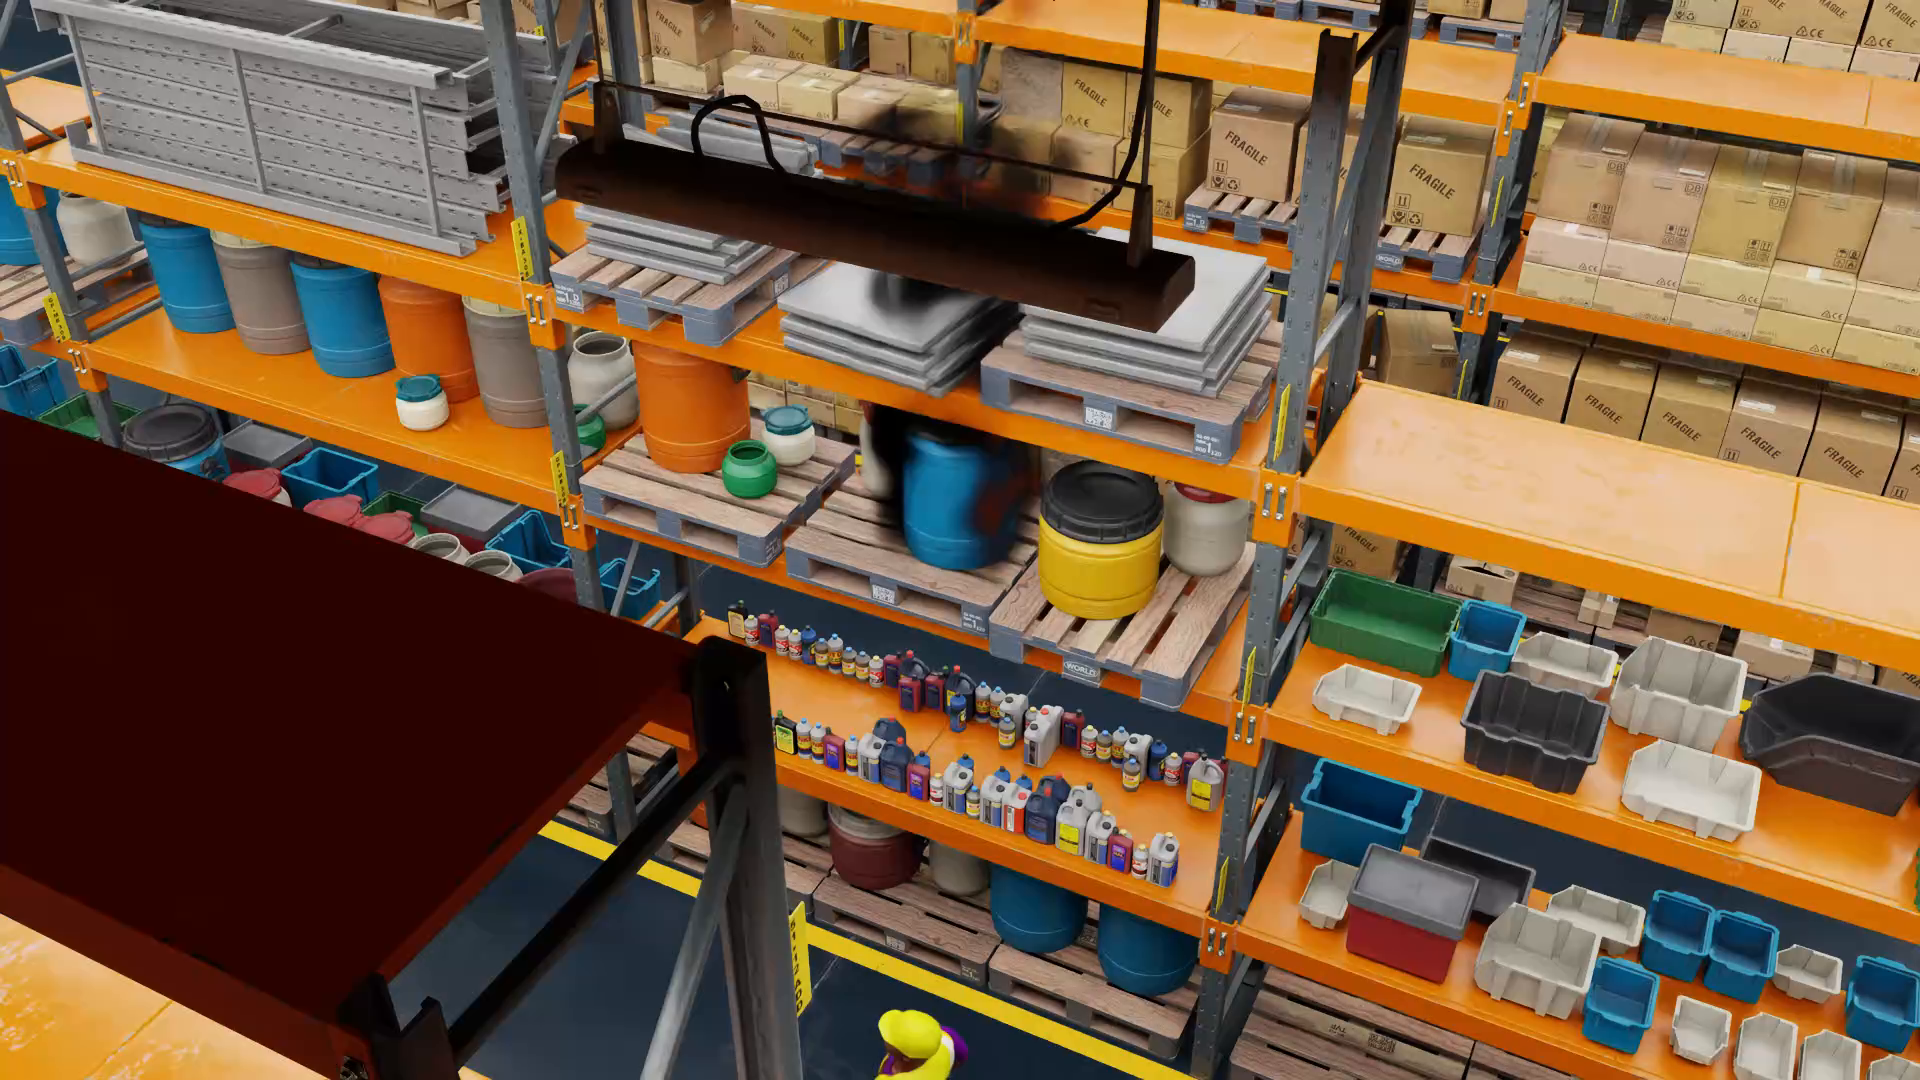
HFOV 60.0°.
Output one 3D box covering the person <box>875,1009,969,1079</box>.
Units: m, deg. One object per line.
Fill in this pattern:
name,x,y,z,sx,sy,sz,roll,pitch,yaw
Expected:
person,-0.243,2.807,7.860,0.704,1.742,0.709,10,36,14
